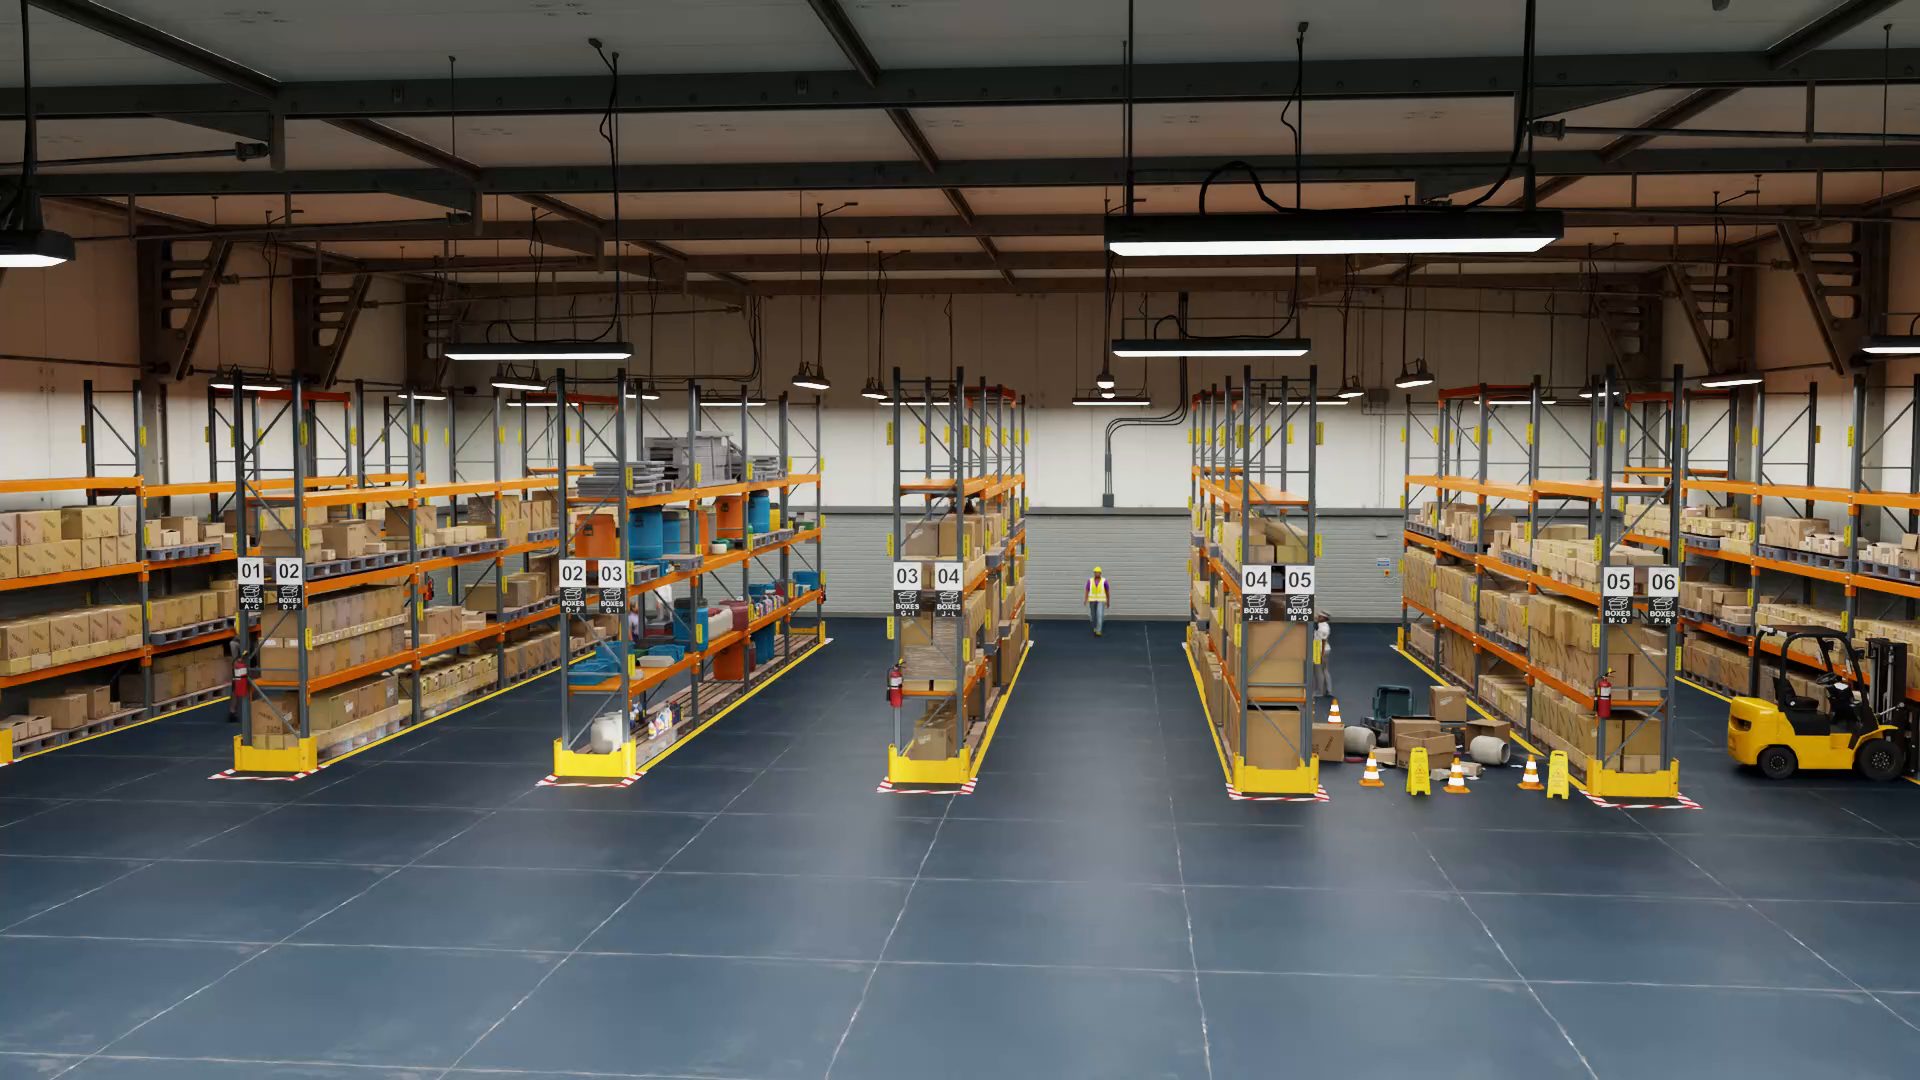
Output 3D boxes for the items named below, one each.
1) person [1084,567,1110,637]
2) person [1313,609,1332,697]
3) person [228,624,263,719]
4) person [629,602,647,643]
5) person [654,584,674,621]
[{"bbox_3d":[3.441,1.545,41.802,0.612,1.730,1.013,1,4,11],"label":"person"},{"bbox_3d":[6.965,2.173,32.063,0.414,1.698,0.488,2,4,32],"label":"person"},{"bbox_3d":[-12.671,2.329,29.510,0.503,1.757,0.662,1,4,22],"label":"person"},{"bbox_3d":[-6.539,2.099,34.058,0.680,1.699,0.440,-2,4,-35],"label":"person"},{"bbox_3d":[-7.408,1.549,41.447,0.566,1.734,0.749,-4,5,-45],"label":"person"}]
